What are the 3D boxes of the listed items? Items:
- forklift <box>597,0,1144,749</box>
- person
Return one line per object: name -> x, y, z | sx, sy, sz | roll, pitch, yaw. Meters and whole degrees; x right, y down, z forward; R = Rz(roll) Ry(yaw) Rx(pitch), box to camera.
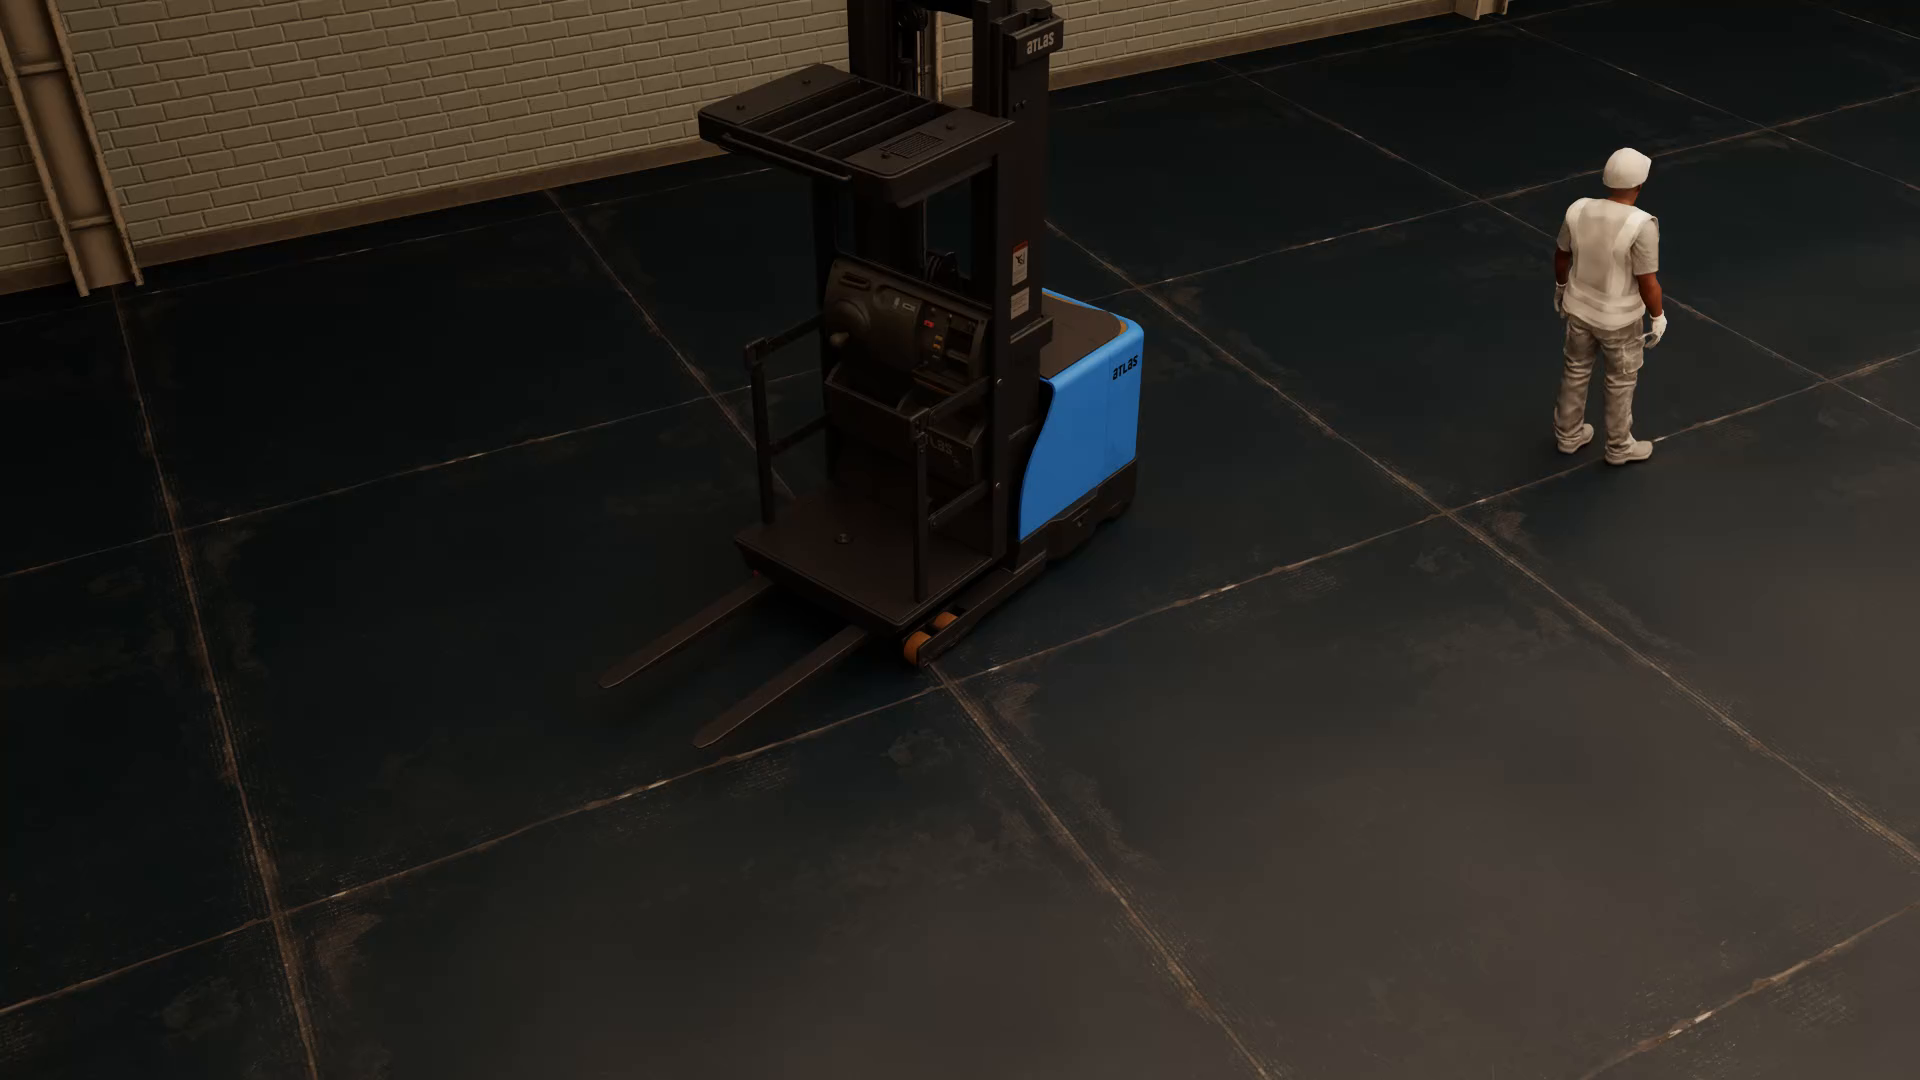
forklift -> -0.390, -0.927, 7.434 | 1.130, 2.935, 3.031 | 26, 43, 31
person -> 3.491, -1.255, 8.881 | 0.577, 1.782, 0.656 | -23, 41, -29
